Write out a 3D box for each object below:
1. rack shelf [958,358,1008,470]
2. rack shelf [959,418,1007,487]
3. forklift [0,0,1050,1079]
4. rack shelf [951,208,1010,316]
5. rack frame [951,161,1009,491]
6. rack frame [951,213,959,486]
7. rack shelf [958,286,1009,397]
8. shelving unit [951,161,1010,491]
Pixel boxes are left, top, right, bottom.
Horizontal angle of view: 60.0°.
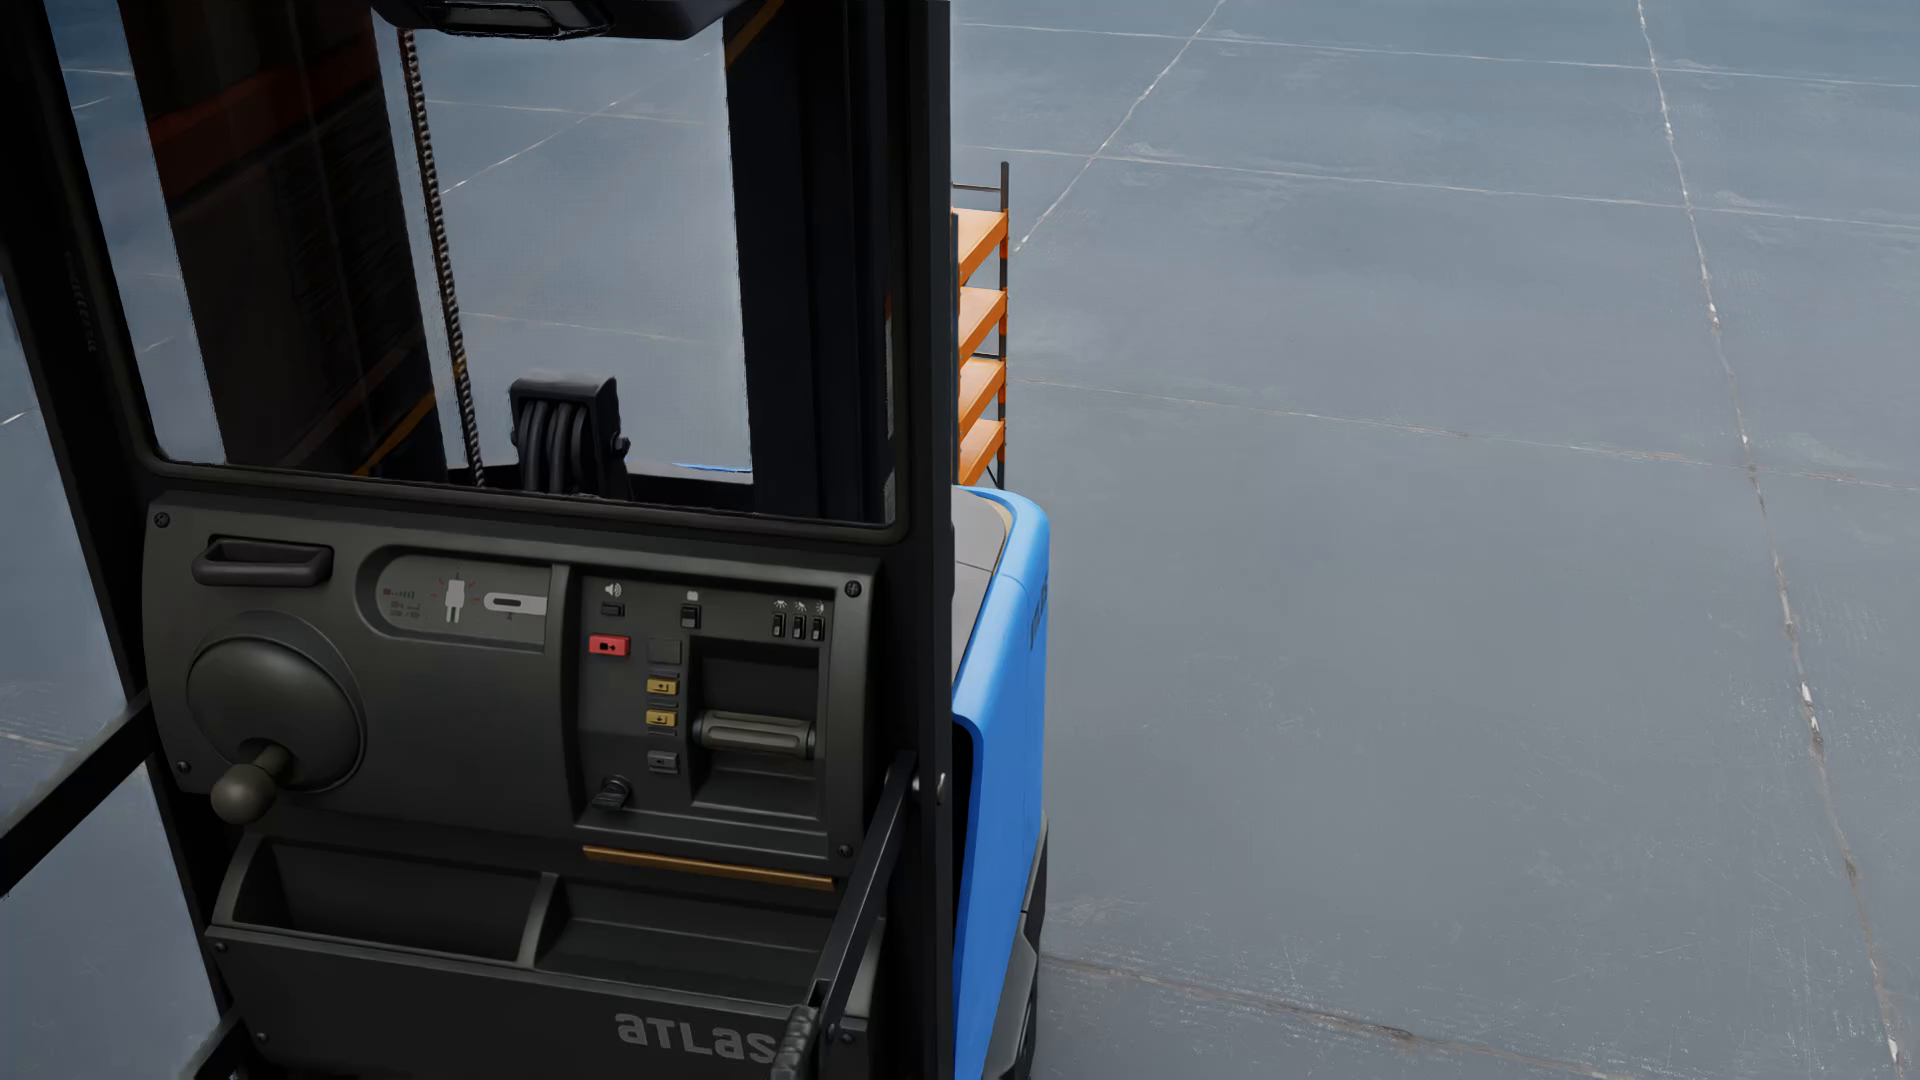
[{"bbox_3d":[-0.049,-0.389,4.853,0.258,0.148,0.480,8,30,15],"label":"rack shelf"},{"bbox_3d":[-0.049,-0.215,4.949,0.258,0.148,0.480,8,30,15],"label":"rack shelf"},{"bbox_3d":[-0.599,0.221,1.837,1.130,2.935,3.031,5,30,10],"label":"forklift"},{"bbox_3d":[-0.049,-0.791,4.629,0.258,0.148,0.480,8,30,15],"label":"rack shelf"},{"bbox_3d":[0.023,-0.561,5.024,0.240,1.200,0.015,8,30,15],"label":"rack frame"},{"bbox_3d":[-0.120,-0.334,4.616,0.240,1.200,0.015,8,30,15],"label":"rack frame"},{"bbox_3d":[-0.049,-0.584,4.744,0.258,0.148,0.480,8,30,15],"label":"rack shelf"},{"bbox_3d":[-0.049,-0.447,4.820,0.258,1.200,0.503,8,30,15],"label":"shelving unit"}]
